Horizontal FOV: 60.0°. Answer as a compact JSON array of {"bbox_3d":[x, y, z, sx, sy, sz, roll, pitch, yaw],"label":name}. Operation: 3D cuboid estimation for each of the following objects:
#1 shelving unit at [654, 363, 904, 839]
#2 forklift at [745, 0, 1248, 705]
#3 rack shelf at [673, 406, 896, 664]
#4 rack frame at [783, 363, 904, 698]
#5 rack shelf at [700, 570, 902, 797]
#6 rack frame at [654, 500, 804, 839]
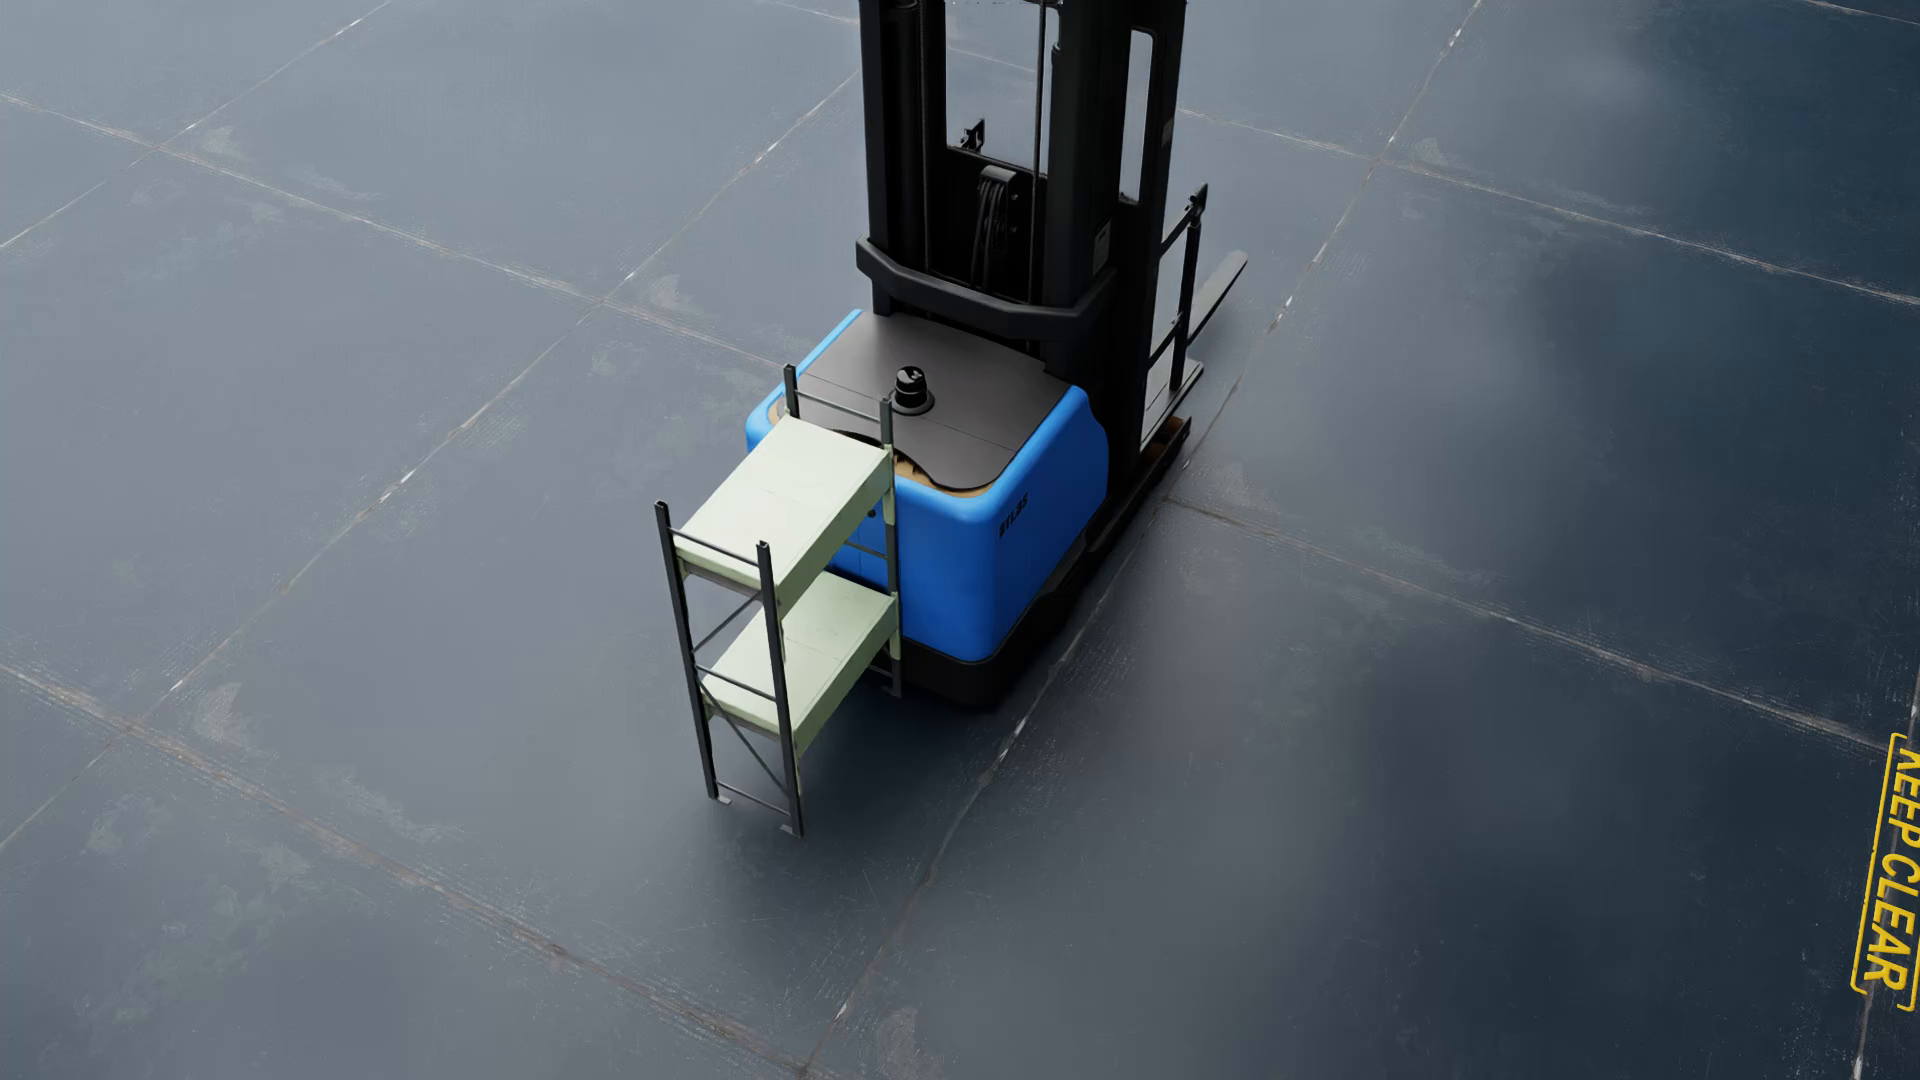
[{"bbox_3d":[-0.572,0.244,5.732,0.431,1.500,0.755,21,49,19],"label":"shelving unit"},{"bbox_3d":[0.371,-1.446,6.398,1.130,2.935,3.031,22,49,20],"label":"forklift"},{"bbox_3d":[-0.573,-0.029,5.453,0.431,0.370,0.720,21,49,19],"label":"rack shelf"},{"bbox_3d":[-0.401,0.013,5.958,0.400,1.500,0.023,21,49,19],"label":"rack frame"},{"bbox_3d":[-0.571,0.473,5.964,0.431,0.370,0.720,21,49,19],"label":"rack shelf"},{"bbox_3d":[-0.743,0.475,5.505,0.400,1.500,0.023,21,49,19],"label":"rack frame"}]
